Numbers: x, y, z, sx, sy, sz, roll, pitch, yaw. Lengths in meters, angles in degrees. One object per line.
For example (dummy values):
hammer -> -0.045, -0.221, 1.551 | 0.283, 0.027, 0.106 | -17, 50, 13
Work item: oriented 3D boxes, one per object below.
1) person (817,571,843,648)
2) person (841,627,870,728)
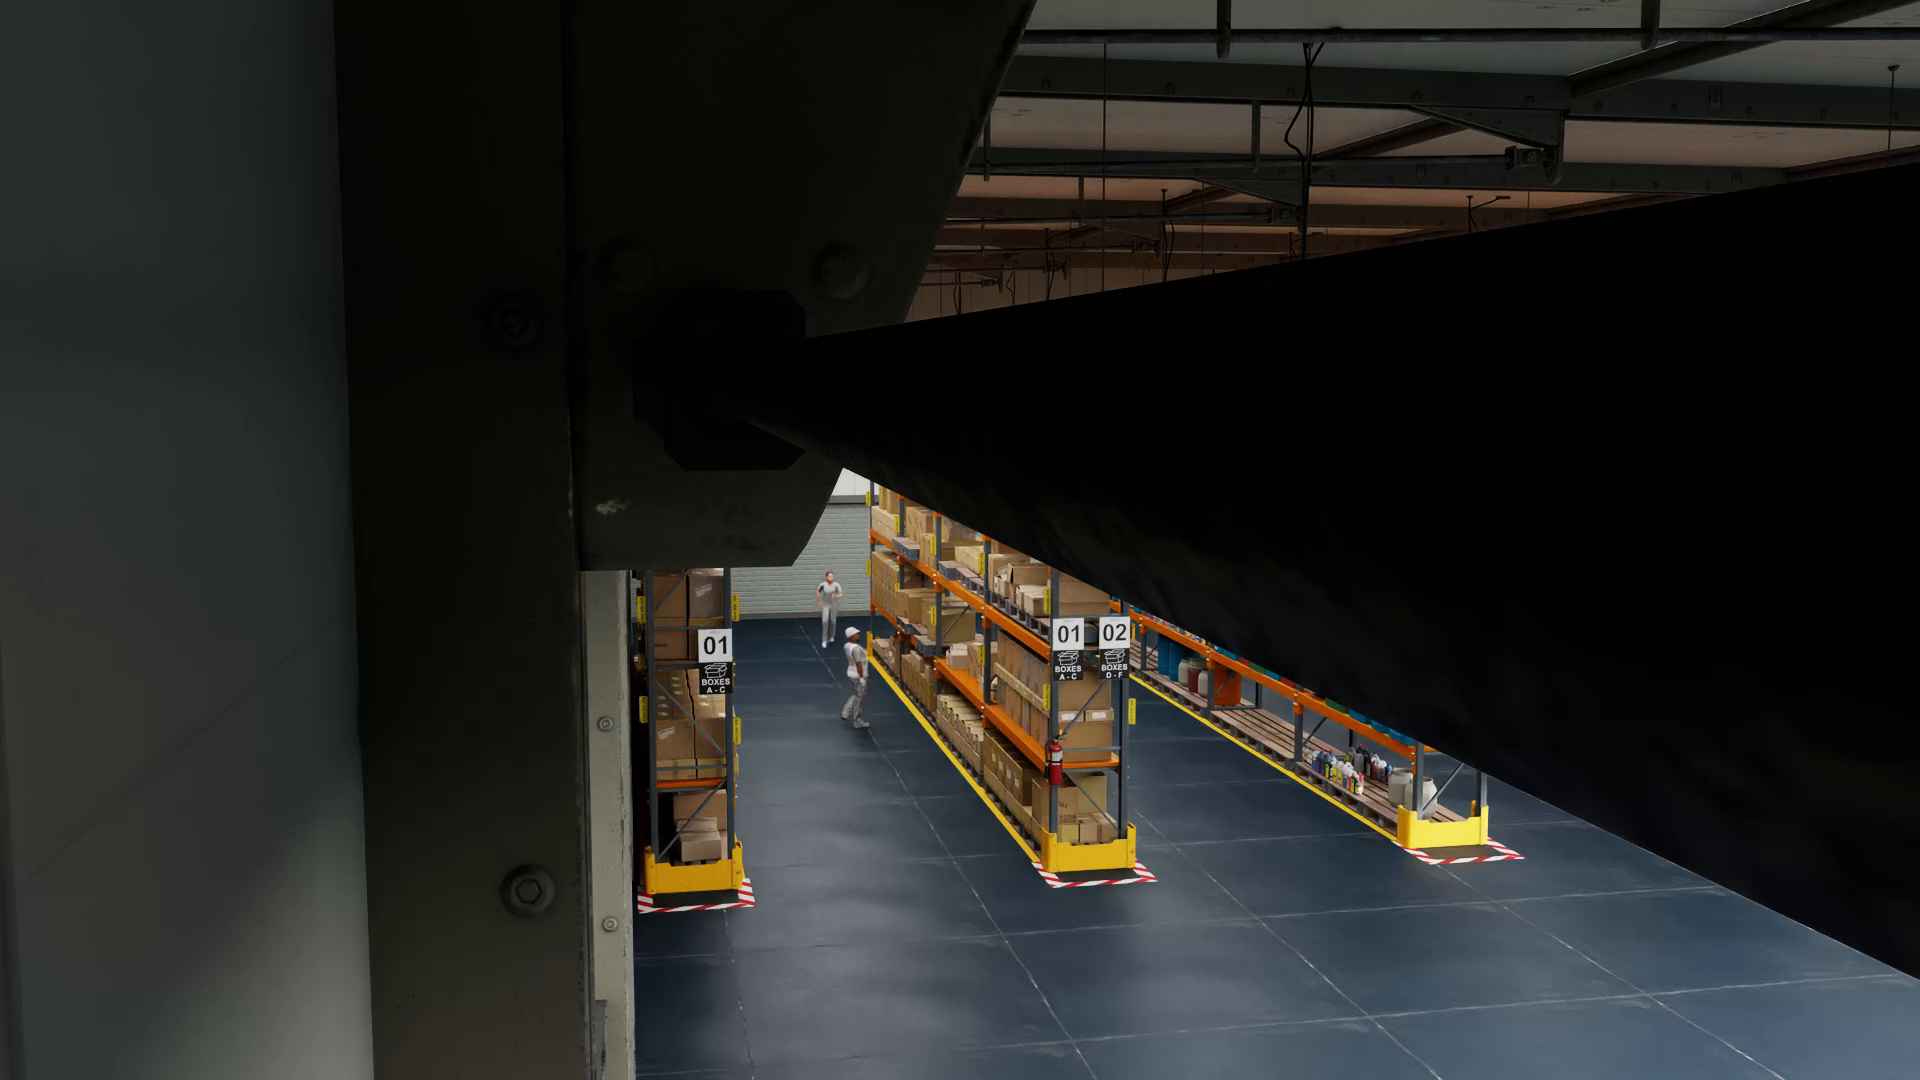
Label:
person -> -2.958, 1.564, 37.863 | 0.582, 1.710, 0.814 | -1, 6, -6
person -> -1.822, 2.407, 29.125 | 0.528, 1.771, 0.598 | -3, 7, -28
